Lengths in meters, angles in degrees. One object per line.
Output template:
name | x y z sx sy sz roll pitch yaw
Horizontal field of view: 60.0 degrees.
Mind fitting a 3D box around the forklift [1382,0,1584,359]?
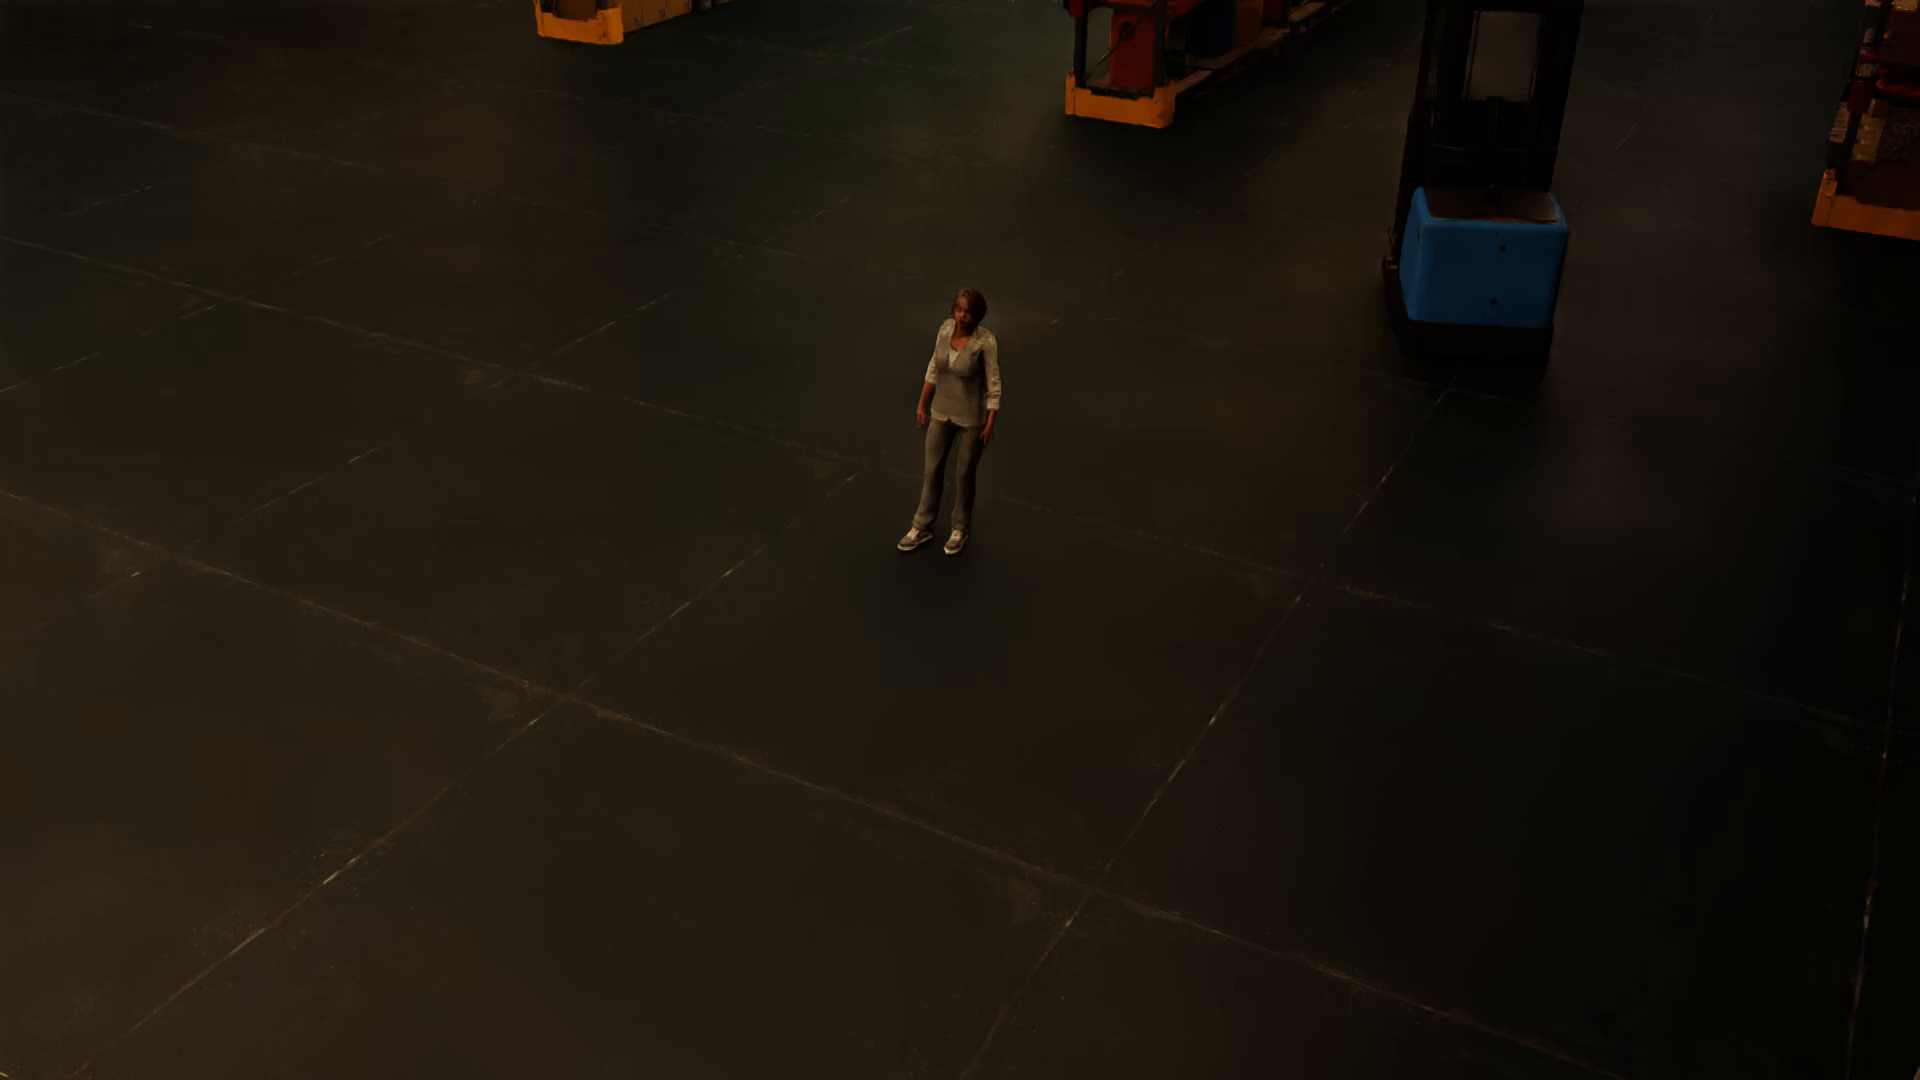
forklift | 4.022 -3.306 12.800 1.130 2.935 3.031 4 30 8

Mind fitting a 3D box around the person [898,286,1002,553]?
person | -0.048 -0.669 9.550 0.521 1.597 0.474 15 33 25
